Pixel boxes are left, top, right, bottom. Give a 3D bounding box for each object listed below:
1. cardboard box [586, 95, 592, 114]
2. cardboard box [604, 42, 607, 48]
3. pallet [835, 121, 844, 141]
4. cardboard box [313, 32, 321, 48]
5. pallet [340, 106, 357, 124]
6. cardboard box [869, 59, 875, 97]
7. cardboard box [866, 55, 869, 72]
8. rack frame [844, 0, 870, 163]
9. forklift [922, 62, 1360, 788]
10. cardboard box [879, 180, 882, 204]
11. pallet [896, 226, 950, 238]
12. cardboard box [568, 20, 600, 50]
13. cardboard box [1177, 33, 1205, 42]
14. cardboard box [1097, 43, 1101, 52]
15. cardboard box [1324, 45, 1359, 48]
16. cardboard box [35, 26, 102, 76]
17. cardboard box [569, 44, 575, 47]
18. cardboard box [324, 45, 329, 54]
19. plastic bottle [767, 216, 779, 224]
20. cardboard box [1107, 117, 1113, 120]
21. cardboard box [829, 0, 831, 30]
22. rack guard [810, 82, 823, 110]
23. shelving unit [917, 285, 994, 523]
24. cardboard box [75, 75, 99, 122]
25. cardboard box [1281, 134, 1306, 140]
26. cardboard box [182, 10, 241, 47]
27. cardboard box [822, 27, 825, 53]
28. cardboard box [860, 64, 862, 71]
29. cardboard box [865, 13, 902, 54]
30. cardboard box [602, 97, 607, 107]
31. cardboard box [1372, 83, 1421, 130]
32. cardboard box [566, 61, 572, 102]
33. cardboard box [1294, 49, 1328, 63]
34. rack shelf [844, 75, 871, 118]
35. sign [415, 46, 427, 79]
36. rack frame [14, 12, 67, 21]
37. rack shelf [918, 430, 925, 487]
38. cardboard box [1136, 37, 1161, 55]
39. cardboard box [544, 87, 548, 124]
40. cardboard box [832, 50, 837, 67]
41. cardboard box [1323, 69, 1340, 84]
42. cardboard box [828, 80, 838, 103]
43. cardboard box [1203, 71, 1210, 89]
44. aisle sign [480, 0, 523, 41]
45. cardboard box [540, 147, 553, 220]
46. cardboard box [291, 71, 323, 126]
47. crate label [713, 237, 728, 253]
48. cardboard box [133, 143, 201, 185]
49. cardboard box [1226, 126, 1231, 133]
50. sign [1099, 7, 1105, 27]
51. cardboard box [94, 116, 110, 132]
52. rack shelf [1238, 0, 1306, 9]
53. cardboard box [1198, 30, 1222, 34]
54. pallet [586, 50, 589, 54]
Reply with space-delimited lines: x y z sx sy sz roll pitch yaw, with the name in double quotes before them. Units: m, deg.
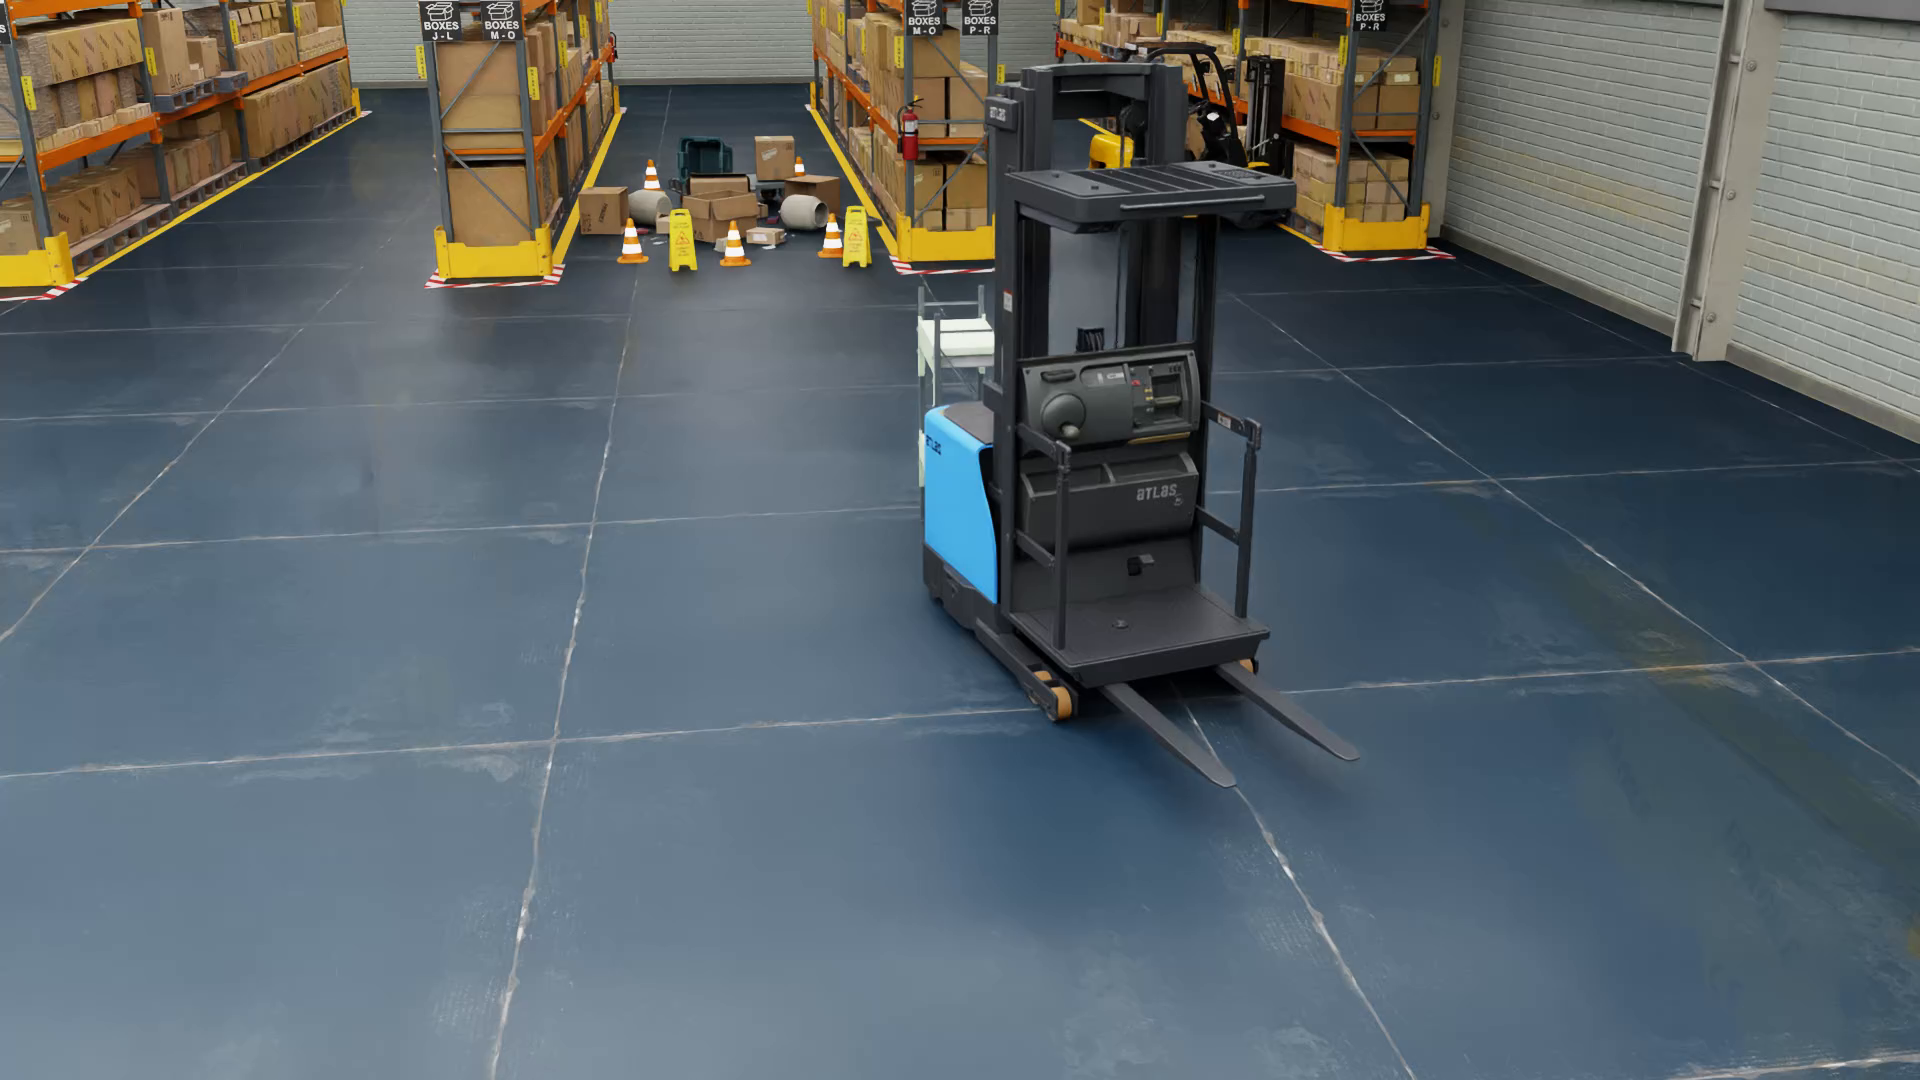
"cardboard box" -6.071 -6.850 26.170 0.500 0.250 0.500 -3 21 -8
"cardboard box" -6.855 -9.339 31.292 0.380 0.149 0.250 -2 21 -6
"pallet" -1.645 -7.147 29.049 1.003 0.211 1.213 -3 21 -8
"cardboard box" -11.593 -8.813 29.314 0.500 0.250 0.500 -2 21 -6
"pallet" -12.021 -8.022 31.393 1.003 0.211 1.213 -3 21 -8
"cardboard box" -0.890 -5.966 21.335 0.500 0.500 0.500 -3 21 -8
"cardboard box" -0.971 -6.478 22.104 0.500 0.500 0.500 -3 21 -9
"rack frame" -1.254 -7.331 25.558 1.000 3.000 0.127 -3 21 -8
"forklift" 0.821 -0.679 7.845 1.130 2.935 3.031 -8 22 -21
"cardboard box" -0.772 -4.453 21.181 0.500 0.250 0.500 -2 21 -5
"pallet" -0.194 -3.564 19.458 1.003 0.211 1.213 -3 21 -8
"cardboard box" -6.537 -8.802 28.927 0.500 0.500 0.500 -3 21 -9
"cardboard box" 3.514 -7.628 25.283 0.380 0.149 0.250 -2 21 -6
"cardboard box" 2.725 -9.037 30.484 0.380 0.149 0.250 -2 21 -6
"cardboard box" 4.737 -6.058 20.655 0.380 0.149 0.250 -2 21 -6
"cardboard box" -9.934 -5.440 18.496 0.500 0.500 0.500 -3 21 -8
"cardboard box" -6.009 -7.442 25.189 0.380 0.149 0.250 -2 21 -5
"cardboard box" -11.617 -8.848 29.977 0.380 0.149 0.250 -3 21 -7
"plastic bottle" -2.348 -4.028 20.915 0.133 0.061 0.283 1 20 2
"cardboard box" 2.927 -7.815 29.825 0.500 0.500 0.500 -2 21 -5
"cardboard box" -1.951 -8.890 28.159 0.500 0.500 0.500 -3 21 -8
"rack guard" -2.411 -8.938 33.434 1.175 0.500 0.348 -3 21 -8
"shelving unit" 0.001 -0.700 9.948 0.431 1.500 0.755 -3 21 -8
"cardboard box" -10.240 -4.956 18.629 0.875 0.500 0.500 -3 21 -8
"cardboard box" 4.140 -5.042 21.330 0.500 0.250 0.500 -2 21 -6
"cardboard box" -11.150 -7.602 24.707 0.797 0.503 0.637 -2 21 -6
"cardboard box" -2.230 -9.089 30.120 0.500 0.500 0.500 -3 21 -9
"cardboard box" -1.259 -6.916 24.205 0.380 0.149 0.250 -2 21 -5
"cardboard box" -0.829 -6.438 21.168 0.700 0.500 0.500 -3 21 -8
"cardboard box" -6.672 -8.020 30.451 0.380 0.149 0.250 -3 21 -8
"cardboard box" 5.014 -5.045 19.295 0.500 0.500 0.500 -2 21 -6
"cardboard box" -5.445 -6.079 22.062 0.500 0.500 0.500 -3 21 -7
"cardboard box" 4.267 -5.853 20.106 0.380 0.149 0.250 -3 21 -7
"rack shelf" -0.966 -6.302 23.830 1.077 0.370 4.000 -3 21 -8
"sign" -5.524 -4.908 17.075 0.100 0.325 0.005 -3 21 -8
"rack frame" -17.115 -9.352 30.967 1.000 3.000 0.127 -3 21 -8
"rack shelf" 0.001 -0.395 10.062 0.431 0.370 0.720 -3 21 -8
"cardboard box" 3.185 -8.058 27.119 0.500 0.250 0.500 -4 21 -10
"cardboard box" -5.258 -5.044 19.220 0.875 0.550 0.500 -3 21 -8
"cardboard box" -1.832 -7.949 27.427 0.500 0.250 0.500 -3 21 -9
"cardboard box" 4.417 -5.357 19.201 0.380 0.149 0.250 -3 21 -7
"cardboard box" -2.073 -8.558 31.903 0.875 0.438 0.875 -2 21 -6
"cardboard box" 3.783 -6.636 23.911 0.500 0.250 0.500 -3 21 -7
"aisle sign" -4.678 -5.485 16.900 0.394 0.787 0.004 -3 21 -8
"cardboard box" -5.406 -4.330 19.958 0.875 0.875 0.875 -3 21 -7
"cardboard box" -11.653 -7.650 28.849 0.875 0.875 0.875 -3 21 -8
"crate label" -2.664 -3.400 19.123 0.250 0.136 0.298 -15 25 -35
"cardboard box" -10.683 -5.055 22.407 0.700 0.500 0.500 -5 21 -12
"cardboard box" 4.147 -5.462 23.348 0.875 0.625 0.625 -2 21 -5
"sign" 2.545 -9.343 29.708 0.100 0.325 0.005 -3 21 -8
"cardboard box" -9.961 -4.749 19.004 0.380 0.149 0.250 -3 21 -8
"rack shelf" 3.945 -7.959 23.979 1.077 0.370 4.000 -3 21 -8
"cardboard box" 3.904 -7.831 25.827 0.380 0.149 0.250 -2 21 -6
"pallet" -6.749 -8.070 27.809 1.003 0.211 1.213 -3 21 -8
